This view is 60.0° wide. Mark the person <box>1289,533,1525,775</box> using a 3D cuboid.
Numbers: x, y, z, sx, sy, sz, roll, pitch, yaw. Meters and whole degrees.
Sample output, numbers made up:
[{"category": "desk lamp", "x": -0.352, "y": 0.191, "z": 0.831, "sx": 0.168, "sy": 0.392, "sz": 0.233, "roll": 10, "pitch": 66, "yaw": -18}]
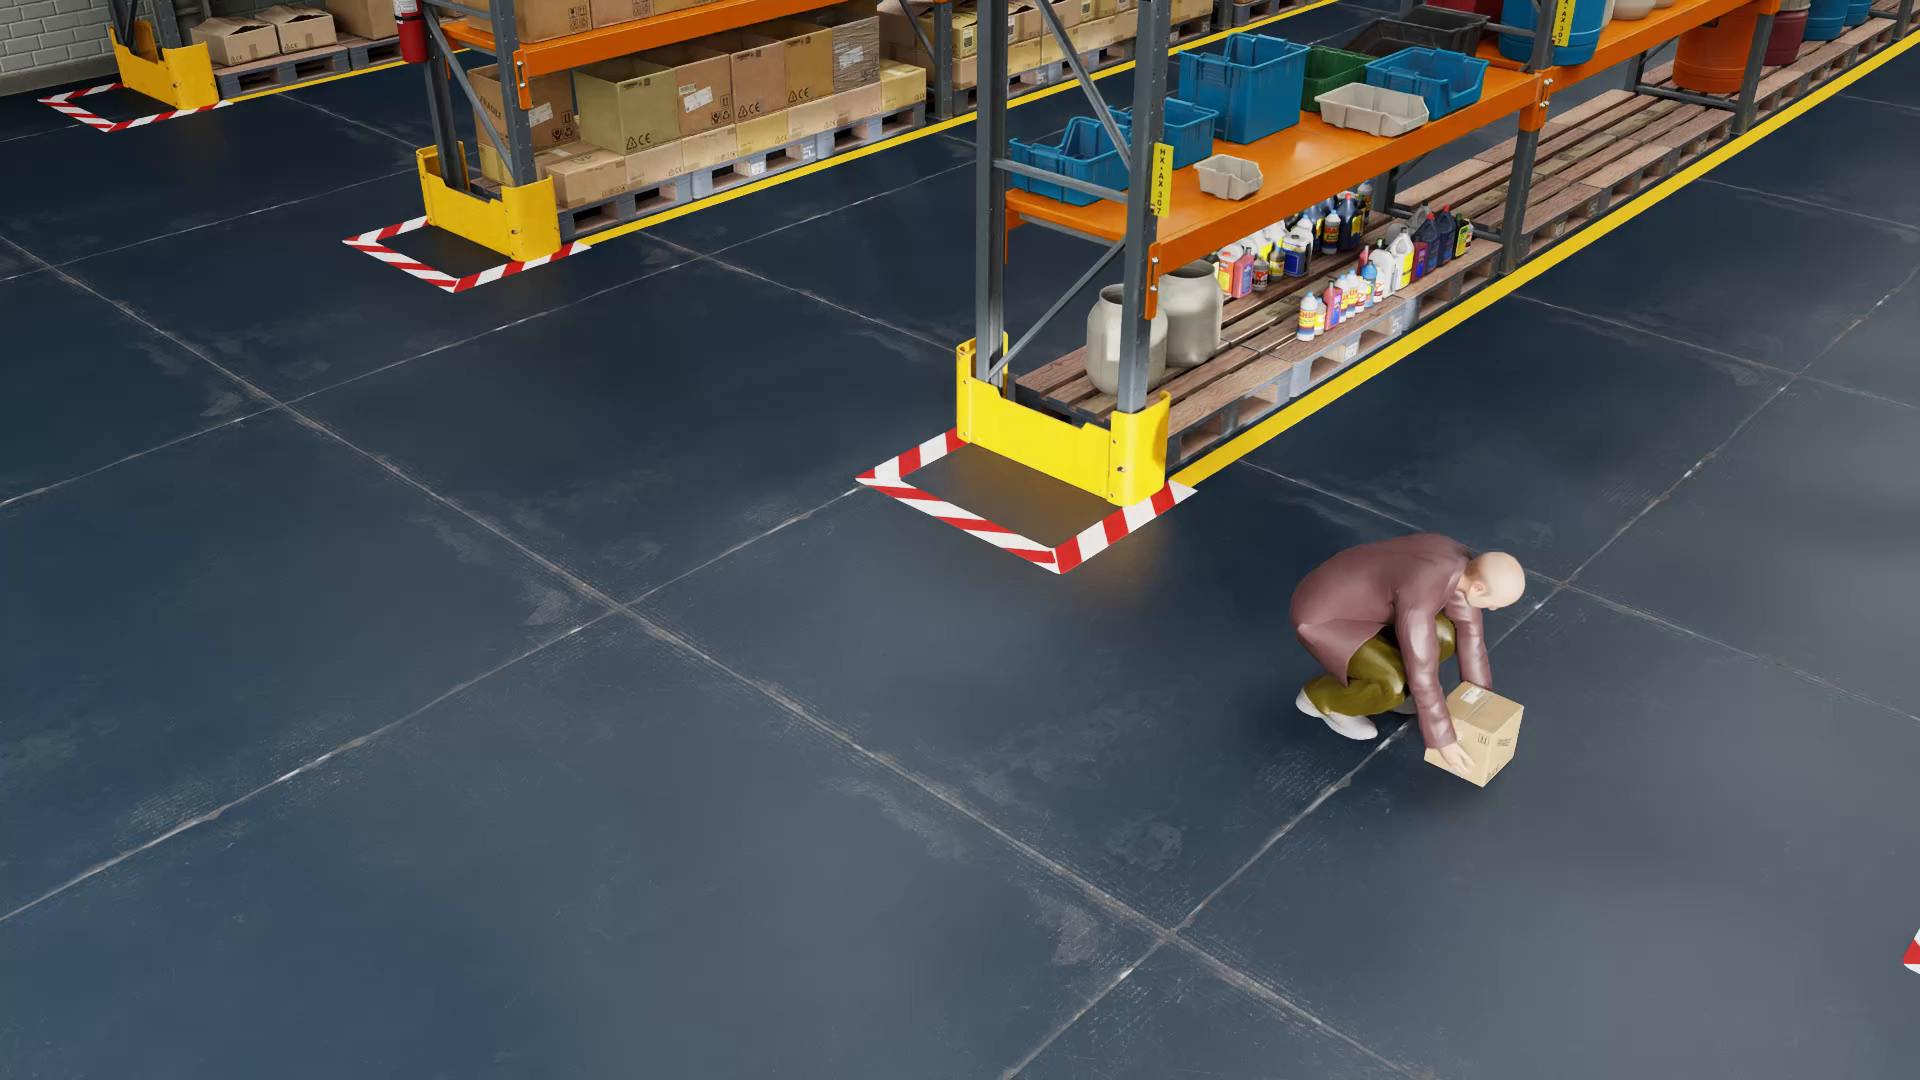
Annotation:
[{"category": "person", "x": 1.709, "y": 0.348, "z": 6.441, "sx": 0.899, "sy": 0.886, "sz": 0.600, "roll": 25, "pitch": 39, "yaw": 35}]
